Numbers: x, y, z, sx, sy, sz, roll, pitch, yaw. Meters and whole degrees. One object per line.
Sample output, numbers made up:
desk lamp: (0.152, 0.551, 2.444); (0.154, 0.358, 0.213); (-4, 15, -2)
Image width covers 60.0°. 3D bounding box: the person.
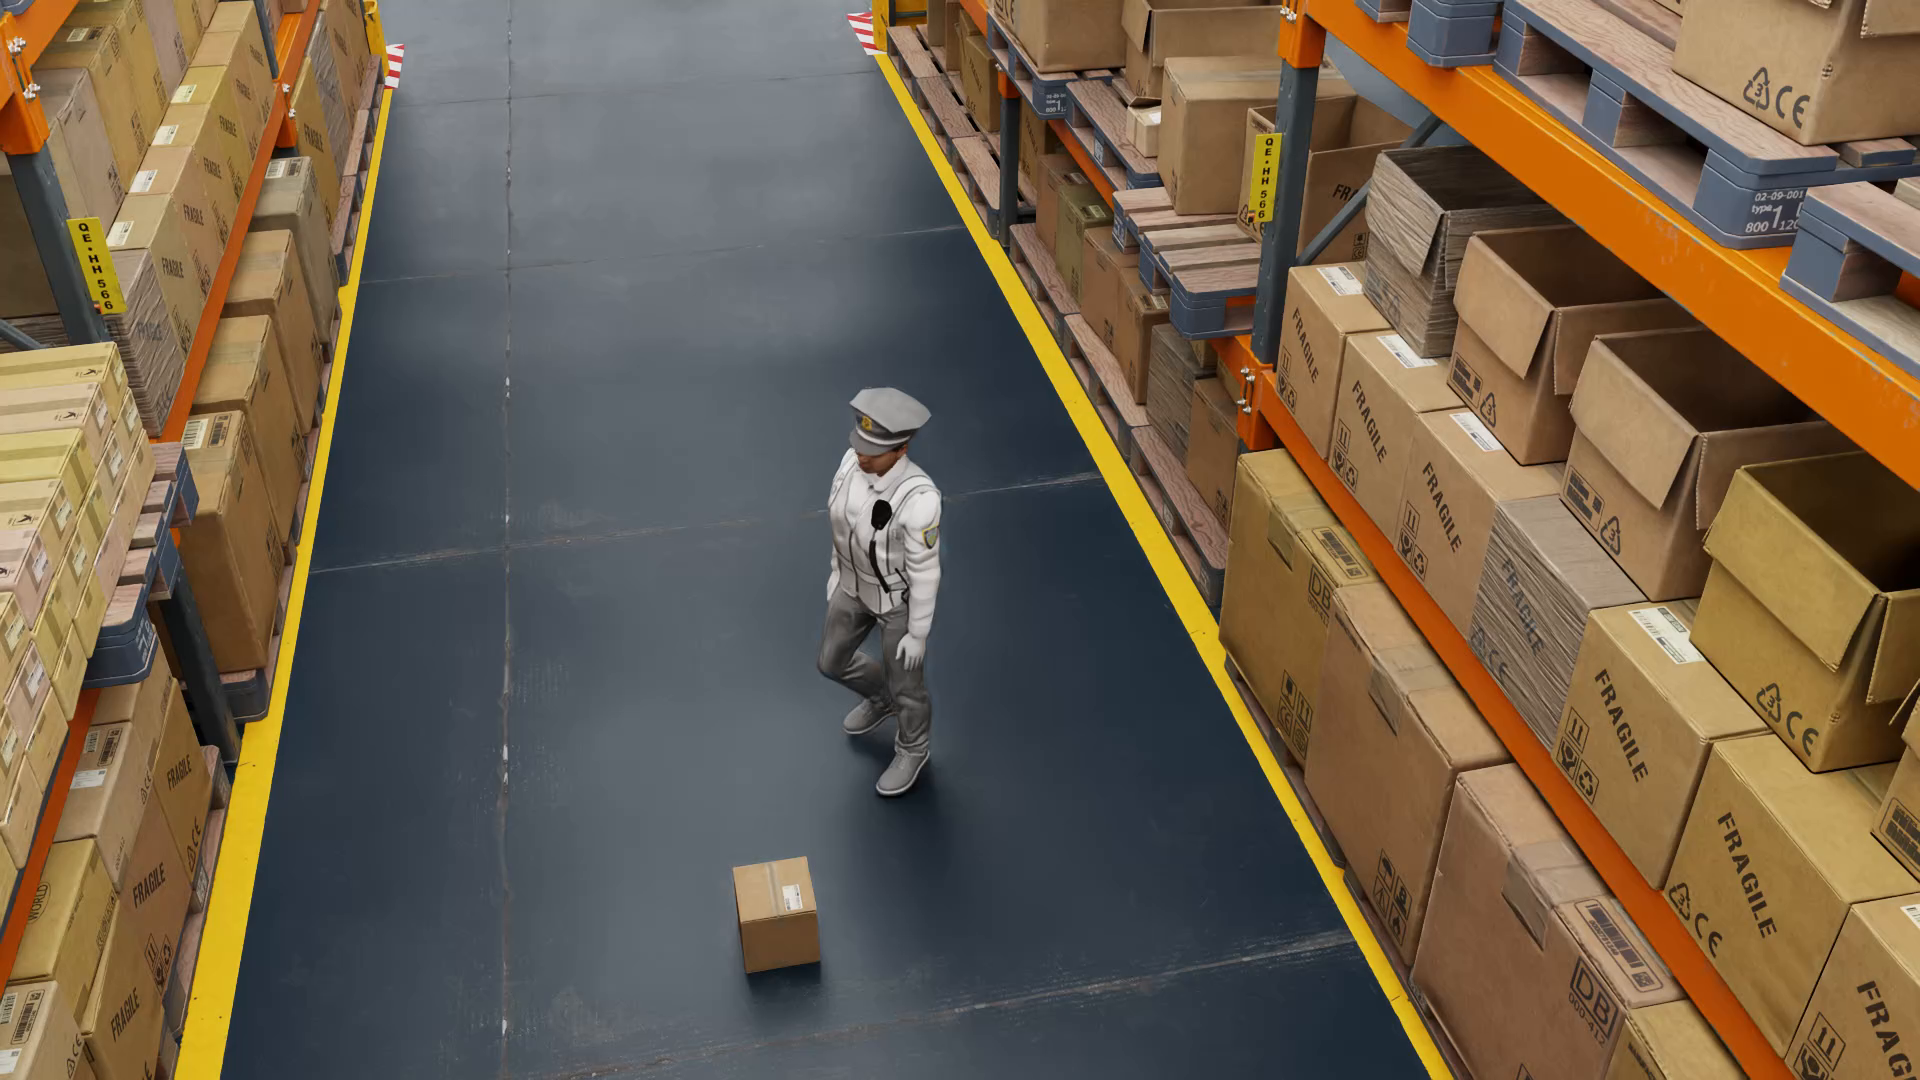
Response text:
person: (-0.260, 0.180, 5.847); (0.413, 1.667, 0.577); (-28, 44, -35)
